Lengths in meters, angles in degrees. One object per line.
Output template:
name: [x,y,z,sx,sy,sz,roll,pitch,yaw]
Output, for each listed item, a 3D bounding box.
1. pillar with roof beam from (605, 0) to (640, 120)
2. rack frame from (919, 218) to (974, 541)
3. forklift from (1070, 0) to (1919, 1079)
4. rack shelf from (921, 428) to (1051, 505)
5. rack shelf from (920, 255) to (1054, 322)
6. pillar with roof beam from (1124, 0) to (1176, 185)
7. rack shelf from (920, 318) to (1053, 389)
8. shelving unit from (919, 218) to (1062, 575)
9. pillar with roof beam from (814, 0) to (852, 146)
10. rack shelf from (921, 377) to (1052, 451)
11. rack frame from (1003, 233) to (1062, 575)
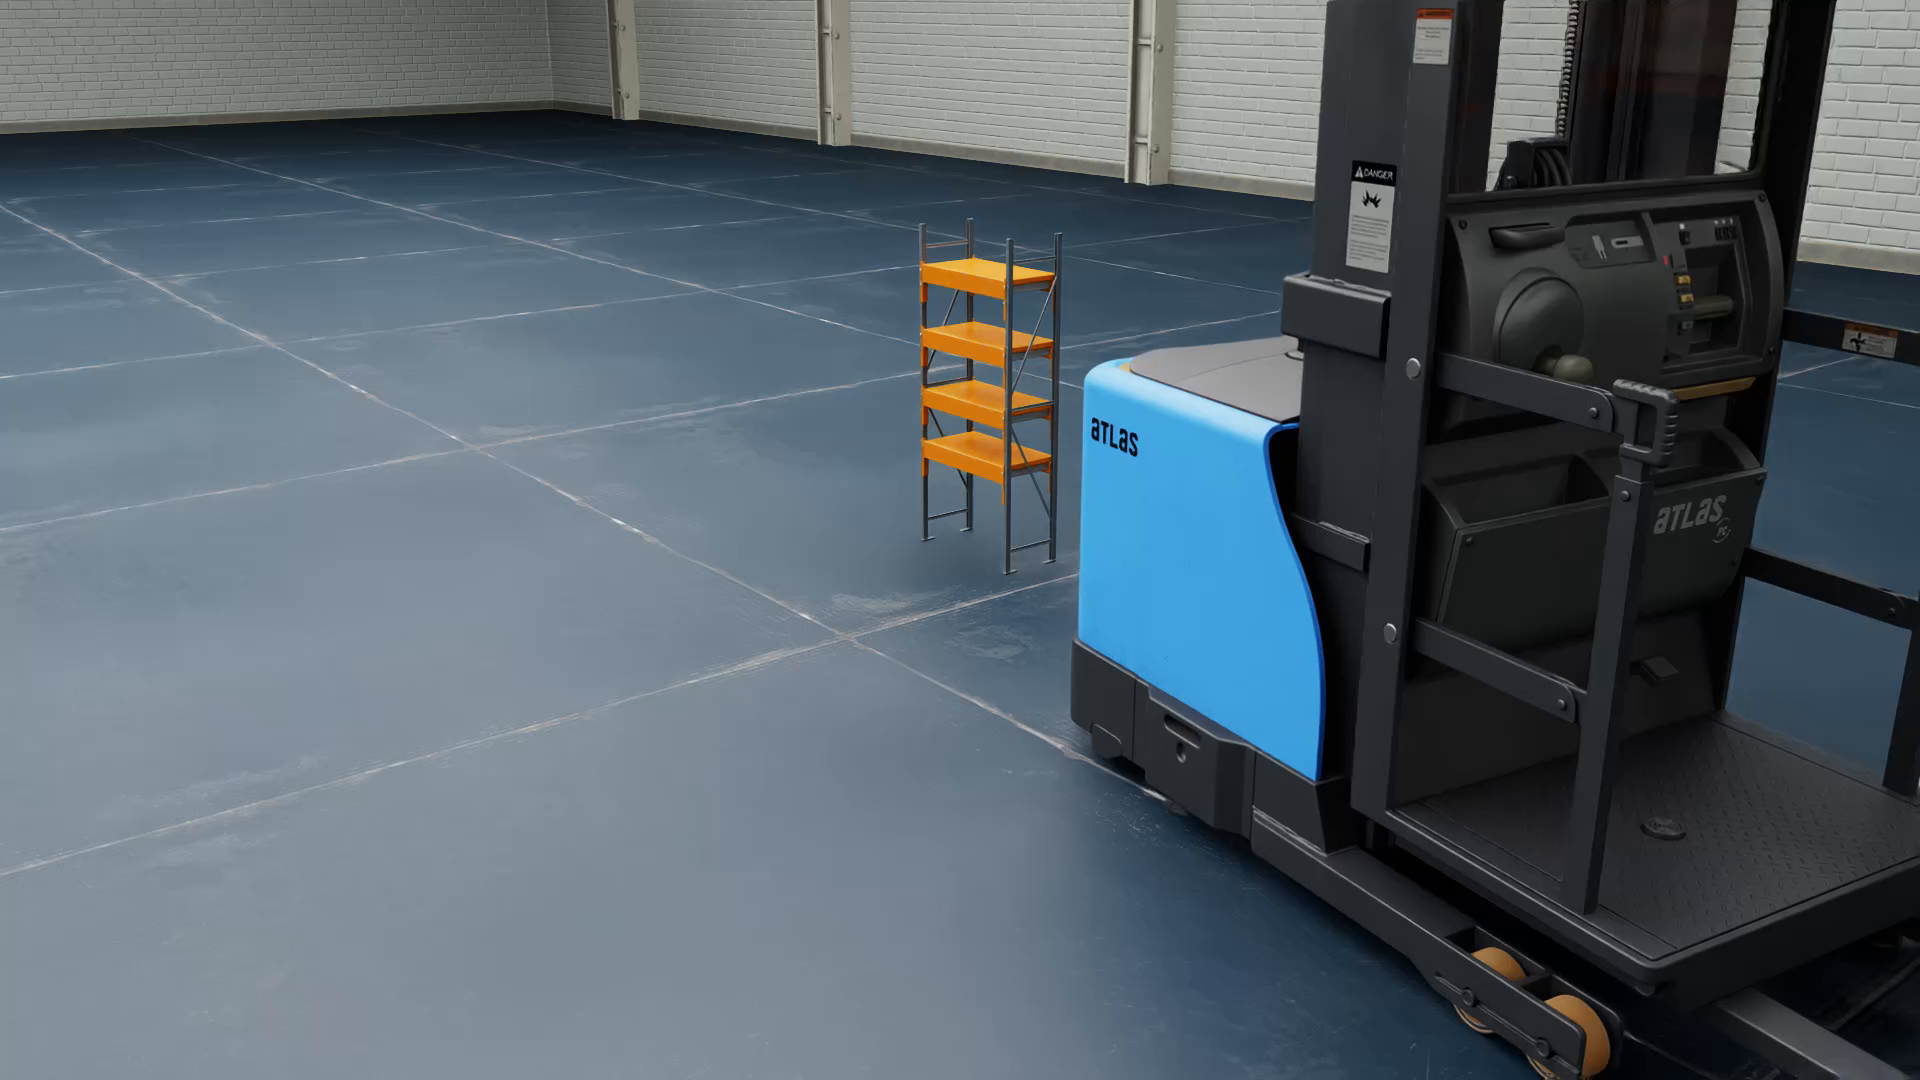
pillar with roof beam: [-8.792,-10.275,23.079,9.100,9.000,0.400,-14,23,-36]
rack frame: [-0.049,-0.589,6.232,0.240,1.200,0.015,-14,23,-36]
forklift: [1.465,-0.507,3.231,1.130,2.935,3.031,-10,21,-28]
rack shelf: [0.103,-0.276,6.134,0.258,0.148,0.480,-14,23,-36]
rack shelf: [0.103,-0.902,5.927,0.258,0.148,0.480,-14,23,-36]
pillar with roof beam: [-1.341,-7.319,14.149,9.100,9.000,0.400,-14,23,-36]
rack shelf: [0.103,-0.677,6.002,0.258,0.148,0.480,-14,23,-36]
shelving unit: [0.103,-0.529,6.051,0.258,1.200,0.503,-14,23,-36]
pillar with roof beam: [-5.067,-8.797,18.614,9.100,9.000,0.400,-14,23,-36]
rack shelf: [0.103,-0.465,6.072,0.258,0.148,0.480,-14,23,-36]
rack frame: [0.254,-0.469,5.869,0.240,1.200,0.015,-14,23,-36]
